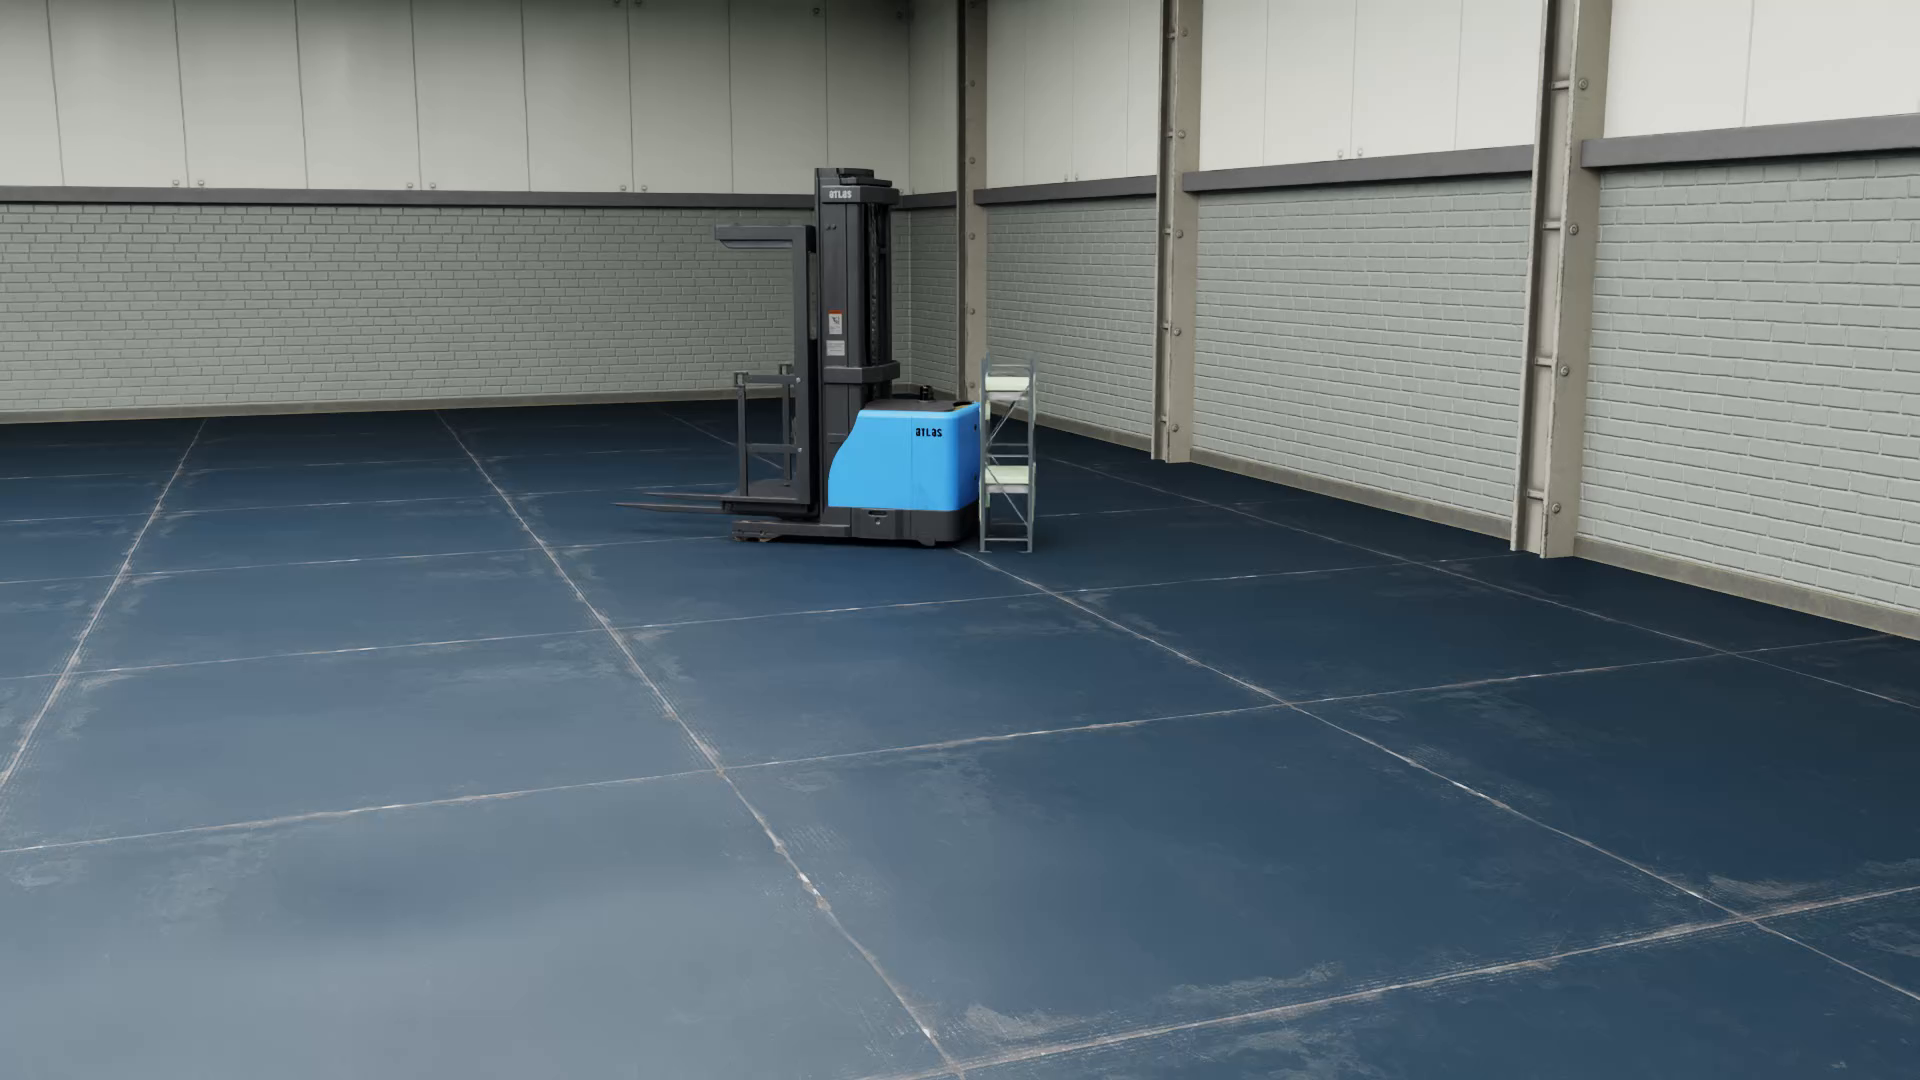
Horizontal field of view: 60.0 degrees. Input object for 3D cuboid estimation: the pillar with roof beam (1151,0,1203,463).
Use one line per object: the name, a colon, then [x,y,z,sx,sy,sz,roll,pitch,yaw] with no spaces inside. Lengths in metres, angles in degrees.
pillar with roof beam: [-1.674,-5.040,16.056,9.100,9.000,0.400,-4,11,-21]

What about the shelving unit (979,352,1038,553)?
shelving unit: [0.385,-0.705,13.101,0.431,1.500,0.755,1,10,4]

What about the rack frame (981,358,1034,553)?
rack frame: [0.359,-0.641,12.742,0.400,1.500,0.023,1,10,4]

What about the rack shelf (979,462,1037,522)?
rack shelf: [0.385,-0.384,13.158,0.431,0.370,0.720,1,10,4]

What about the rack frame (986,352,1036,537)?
rack frame: [0.410,-0.769,13.461,0.400,1.500,0.023,1,10,4]

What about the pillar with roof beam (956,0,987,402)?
pillar with roof beam: [-3.848,-6.019,21.562,9.100,9.000,0.400,-4,11,-21]

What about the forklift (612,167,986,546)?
forklift: [-1.349,-1.512,13.552,3.031,2.935,1.130,3,10,15]

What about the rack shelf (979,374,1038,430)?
rack shelf: [0.385,-1.089,13.033,0.431,0.370,0.720,1,10,4]

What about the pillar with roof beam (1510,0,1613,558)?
pillar with roof beam: [0.500,-4.060,10.551,9.100,9.000,0.400,-4,11,-21]
